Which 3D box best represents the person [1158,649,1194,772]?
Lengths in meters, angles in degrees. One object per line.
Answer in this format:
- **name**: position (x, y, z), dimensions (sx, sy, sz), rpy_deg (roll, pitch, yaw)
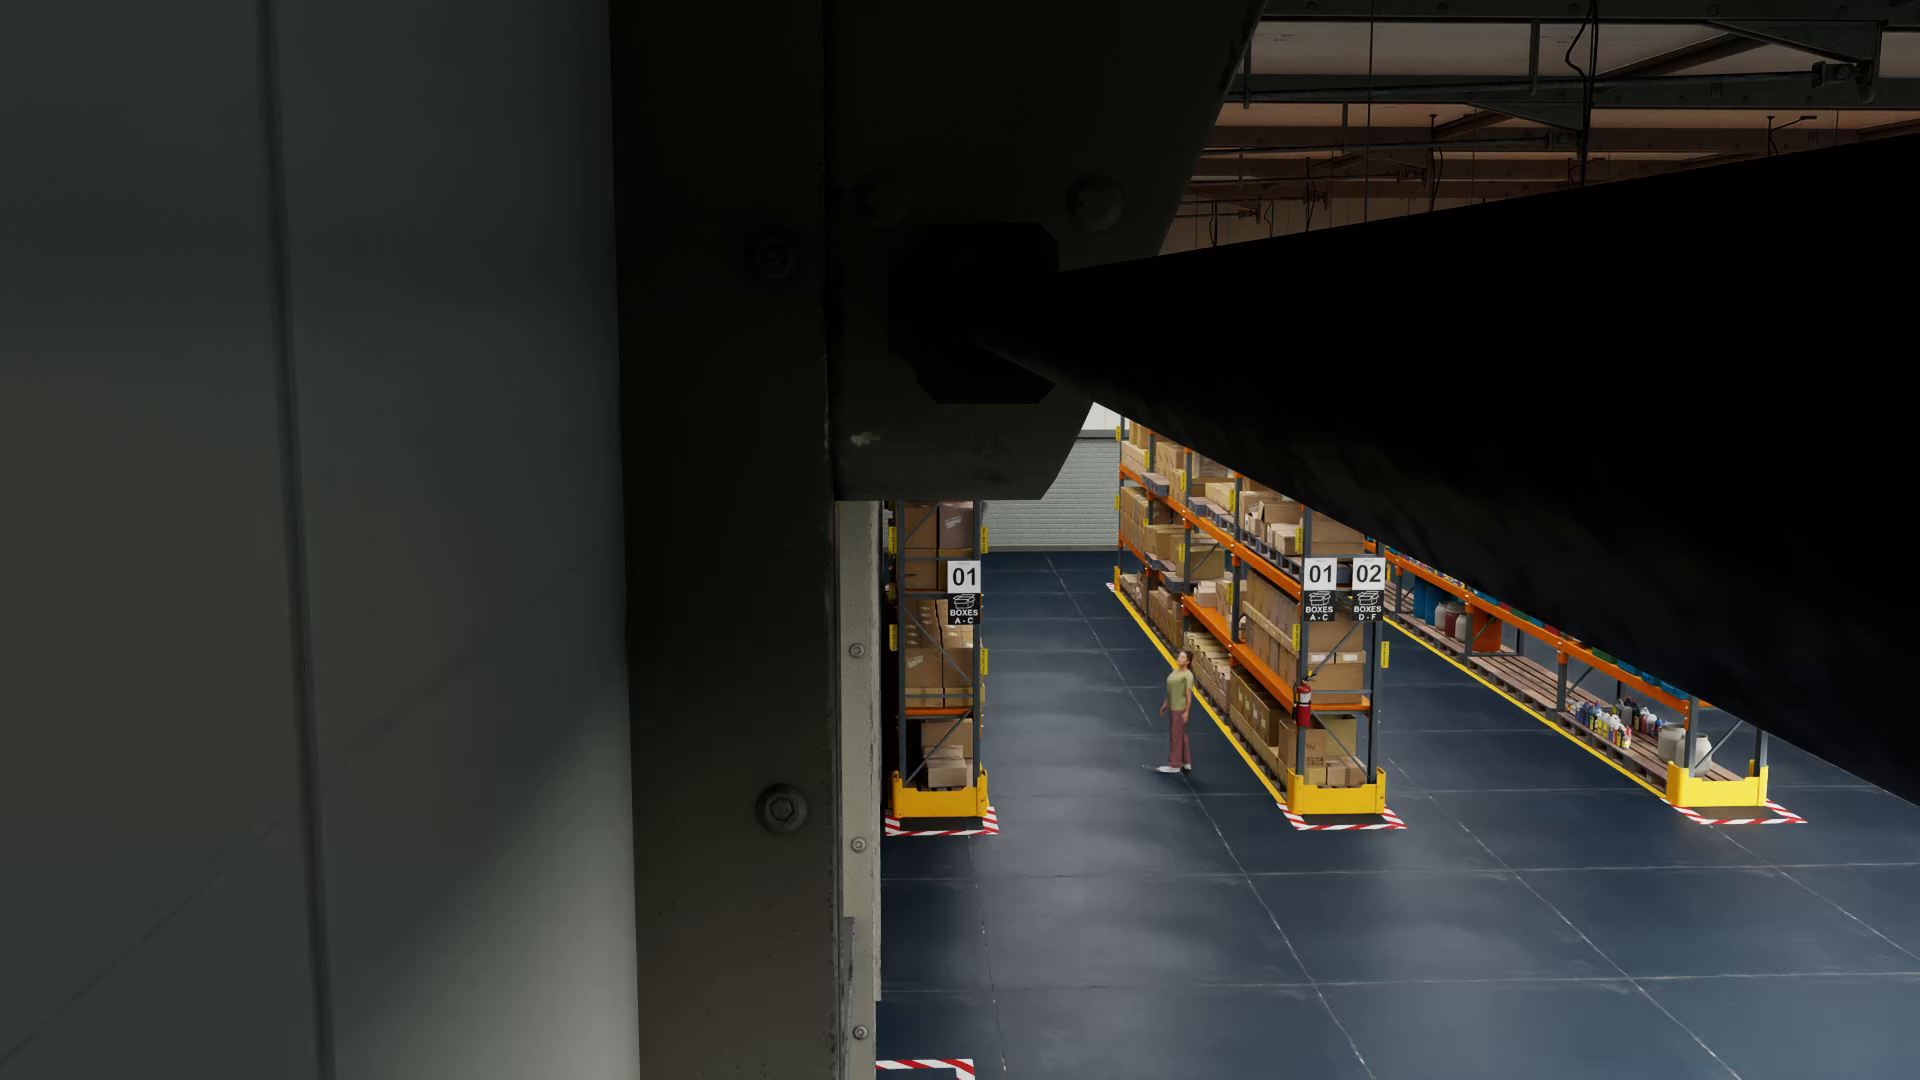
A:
- **person**: position (2.905, 2.298, 22.441), dimensions (0.497, 1.650, 0.475), rpy_deg (-1, 8, -7)
